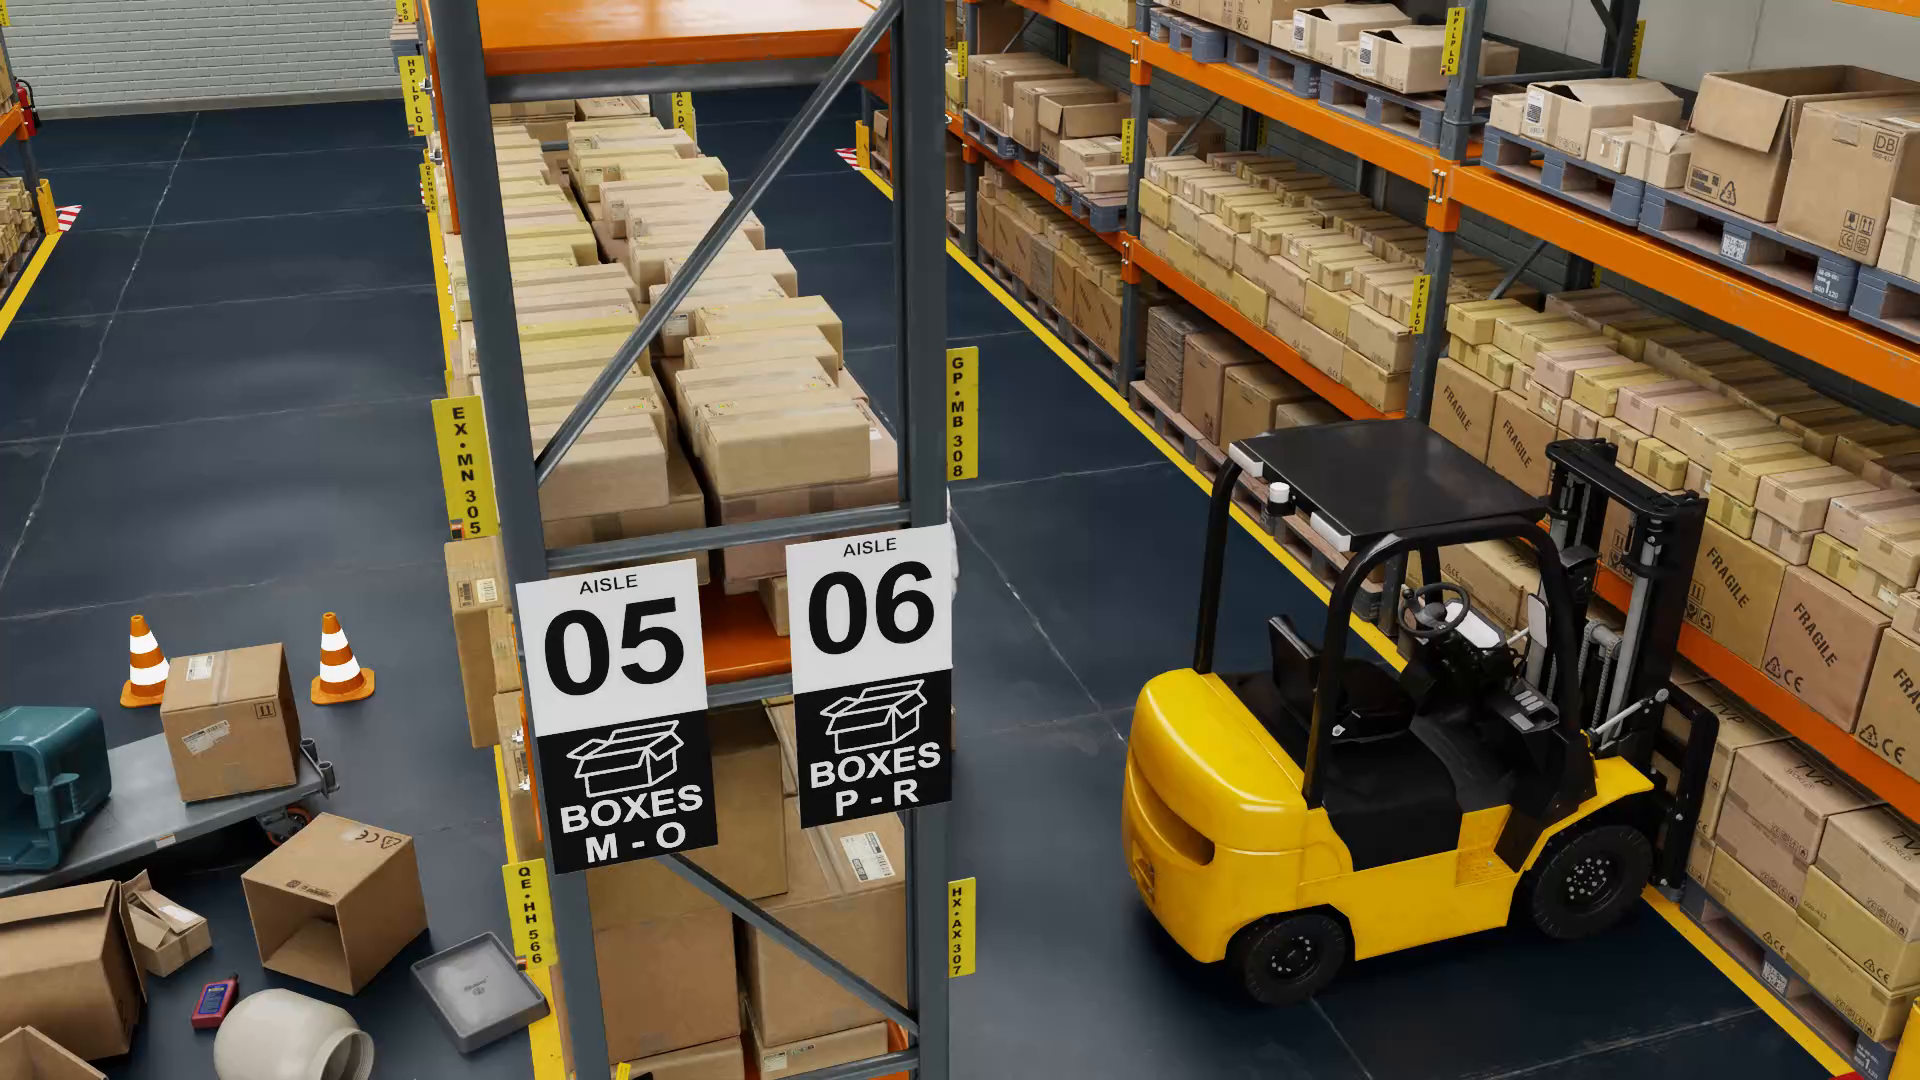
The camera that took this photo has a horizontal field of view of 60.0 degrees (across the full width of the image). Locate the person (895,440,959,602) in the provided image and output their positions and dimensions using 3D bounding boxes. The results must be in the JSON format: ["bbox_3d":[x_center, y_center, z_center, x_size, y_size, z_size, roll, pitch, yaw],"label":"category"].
[{"bbox_3d":[-0.261,0.230,8.649,0.535,1.663,0.379,-9,28,-17],"label":"person"}]
